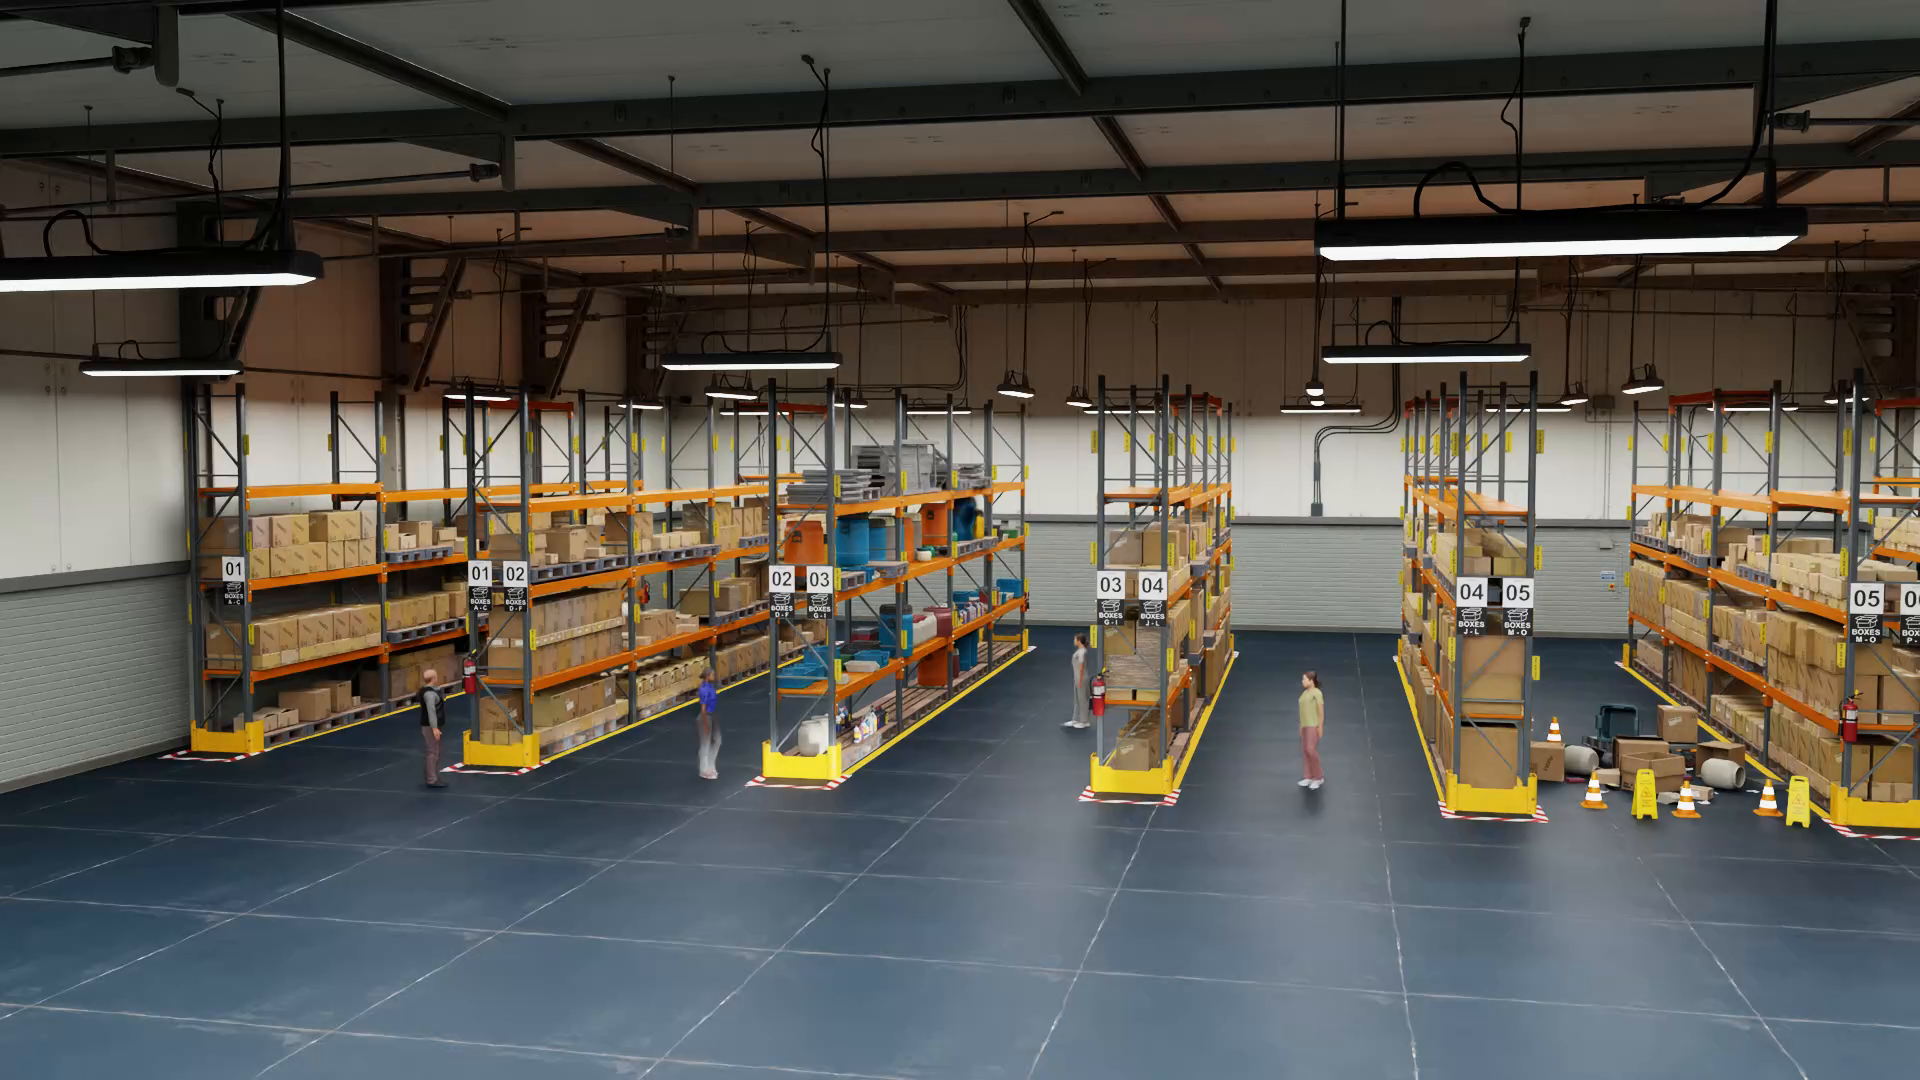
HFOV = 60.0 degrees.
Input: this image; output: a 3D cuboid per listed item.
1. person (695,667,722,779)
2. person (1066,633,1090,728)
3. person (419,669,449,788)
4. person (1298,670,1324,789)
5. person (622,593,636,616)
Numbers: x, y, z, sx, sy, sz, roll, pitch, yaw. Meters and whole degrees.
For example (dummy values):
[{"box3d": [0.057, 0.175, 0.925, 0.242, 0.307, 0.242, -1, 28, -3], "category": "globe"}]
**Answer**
[{"box3d": [-3.803, 2.773, 25.066, 0.328, 1.726, 0.492, 0, 3, 8], "category": "person"}, {"box3d": [2.093, 2.477, 29.416, 0.424, 1.684, 0.458, 0, 3, 1], "category": "person"}, {"box3d": [-7.723, 2.764, 24.394, 0.420, 1.755, 0.616, -1, 3, -11], "category": "person"}, {"box3d": [5.145, 2.773, 24.431, 0.400, 1.704, 0.525, -1, 3, -17], "category": "person"}, {"box3d": [-7.514, 2.006, 37.918, 0.489, 1.631, 0.665, 1, 3, 9], "category": "person"}]
